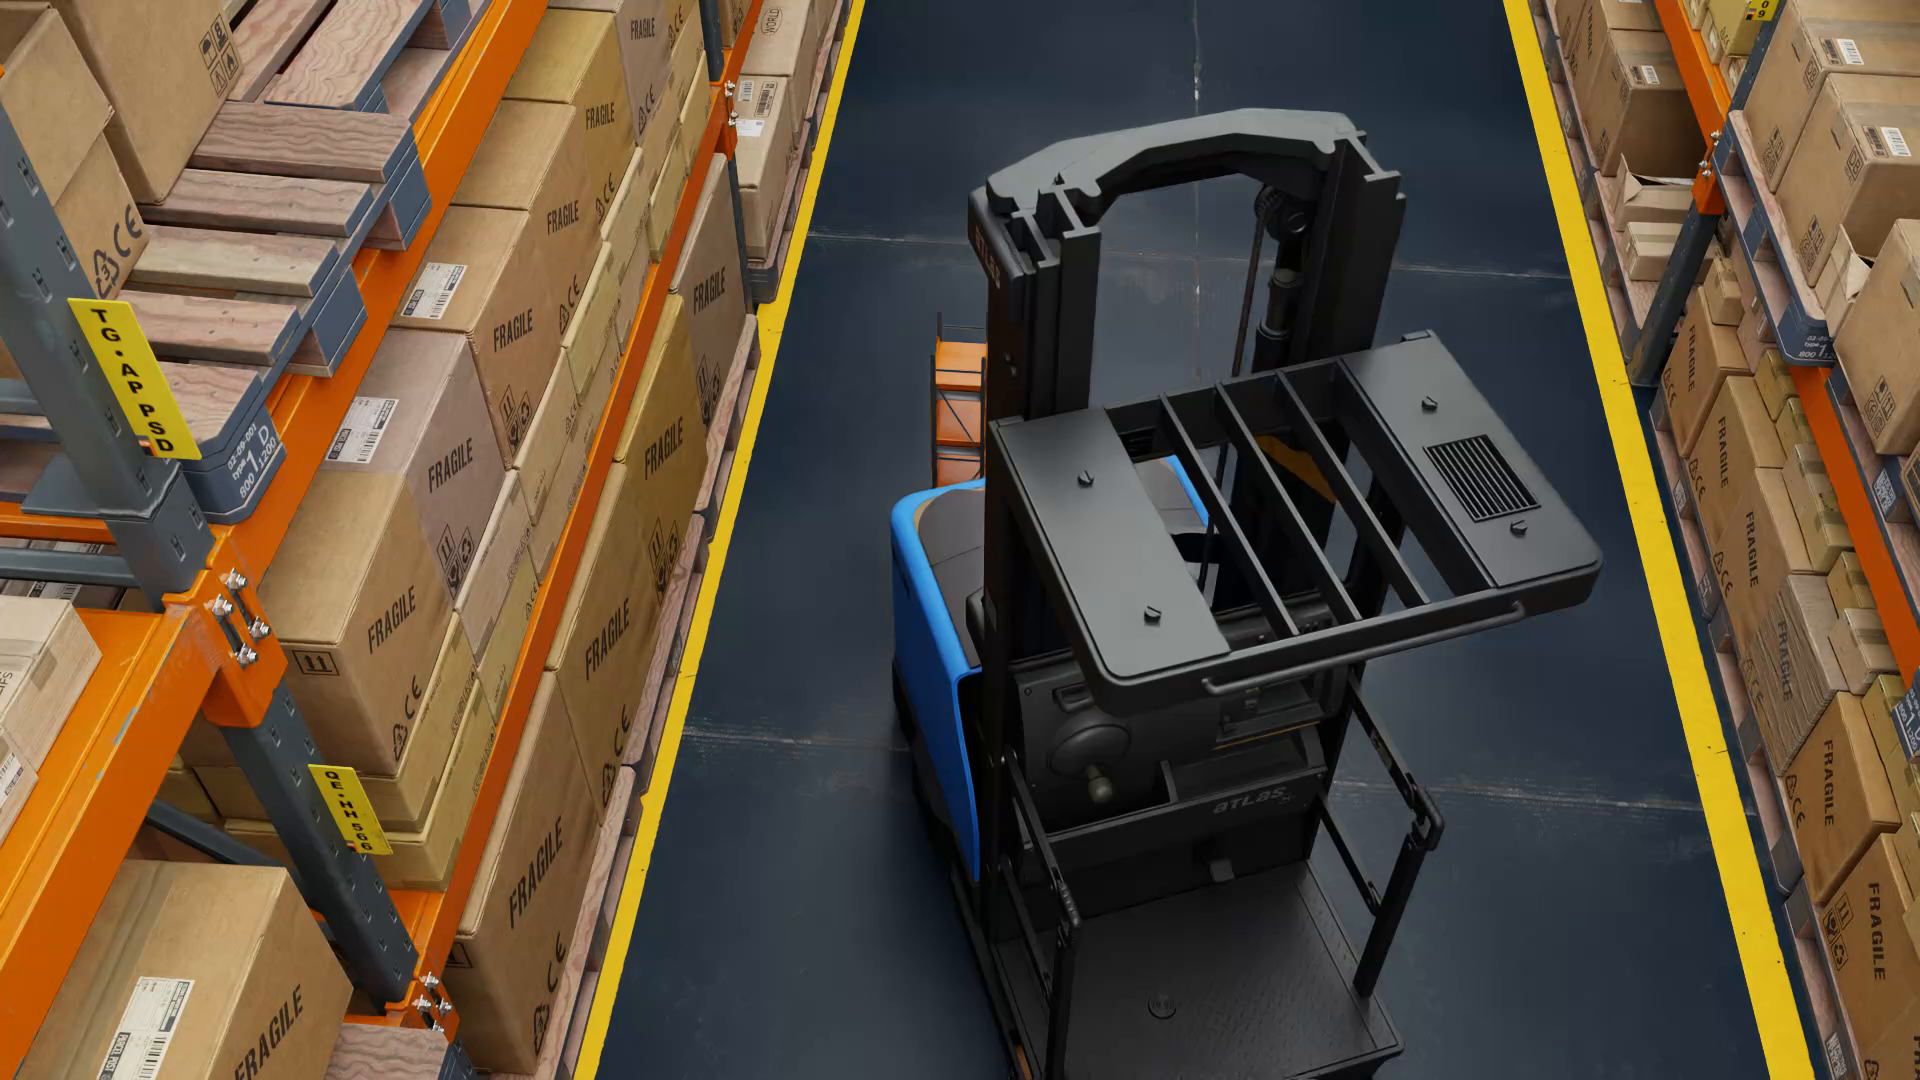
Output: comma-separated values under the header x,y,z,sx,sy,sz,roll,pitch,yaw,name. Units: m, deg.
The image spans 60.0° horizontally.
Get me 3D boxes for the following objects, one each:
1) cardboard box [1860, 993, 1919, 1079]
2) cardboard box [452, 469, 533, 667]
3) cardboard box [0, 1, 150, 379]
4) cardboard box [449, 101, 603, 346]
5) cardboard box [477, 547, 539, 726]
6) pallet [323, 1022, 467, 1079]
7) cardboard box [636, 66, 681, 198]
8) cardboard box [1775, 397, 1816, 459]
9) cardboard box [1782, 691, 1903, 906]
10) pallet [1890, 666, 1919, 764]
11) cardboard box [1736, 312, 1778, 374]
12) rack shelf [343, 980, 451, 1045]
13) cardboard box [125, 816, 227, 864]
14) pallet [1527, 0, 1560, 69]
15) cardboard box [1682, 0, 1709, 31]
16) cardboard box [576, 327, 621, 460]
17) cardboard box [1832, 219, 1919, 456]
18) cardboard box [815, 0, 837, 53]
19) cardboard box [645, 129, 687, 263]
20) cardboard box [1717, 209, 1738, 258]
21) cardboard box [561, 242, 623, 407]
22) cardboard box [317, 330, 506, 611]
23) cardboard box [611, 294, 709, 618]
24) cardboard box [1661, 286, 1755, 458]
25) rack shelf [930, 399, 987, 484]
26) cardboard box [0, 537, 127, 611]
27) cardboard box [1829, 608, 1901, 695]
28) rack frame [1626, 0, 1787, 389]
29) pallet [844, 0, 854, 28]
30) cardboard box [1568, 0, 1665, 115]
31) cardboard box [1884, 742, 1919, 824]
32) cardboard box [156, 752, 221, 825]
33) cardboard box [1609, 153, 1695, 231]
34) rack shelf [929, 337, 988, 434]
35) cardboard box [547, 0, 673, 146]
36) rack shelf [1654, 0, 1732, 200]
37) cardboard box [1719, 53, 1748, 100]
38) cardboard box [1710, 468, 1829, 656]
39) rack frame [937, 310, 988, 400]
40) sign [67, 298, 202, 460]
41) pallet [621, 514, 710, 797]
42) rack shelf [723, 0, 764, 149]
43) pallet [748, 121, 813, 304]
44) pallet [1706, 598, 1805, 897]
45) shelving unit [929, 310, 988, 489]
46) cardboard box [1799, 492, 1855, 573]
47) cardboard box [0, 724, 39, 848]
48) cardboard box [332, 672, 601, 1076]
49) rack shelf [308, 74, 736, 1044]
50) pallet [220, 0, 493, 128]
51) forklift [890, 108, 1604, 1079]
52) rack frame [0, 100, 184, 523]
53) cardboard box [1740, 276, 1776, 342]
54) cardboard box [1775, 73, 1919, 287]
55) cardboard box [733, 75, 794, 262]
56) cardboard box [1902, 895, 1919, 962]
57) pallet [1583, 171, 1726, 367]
x,y,z,sx,sy,sz,roll,pitch,yaw,name
2.947,1.612,4.678,0.500,0.500,0.500,5,48,5,cardboard box
-1.481,0.050,4.460,0.500,0.250,0.500,5,48,4,cardboard box
-1.937,-0.572,2.879,0.797,0.503,0.637,1,48,1,cardboard box
-1.385,-0.928,4.847,0.500,0.500,0.500,5,48,4,cardboard box
-1.497,0.233,4.631,0.500,0.250,0.500,3,48,2,cardboard box
-1.780,1.500,3.502,1.213,0.211,1.003,4,48,4,pallet
-1.293,-1.445,5.828,0.500,0.250,0.500,5,48,4,cardboard box
3.218,-0.375,6.056,0.380,0.149,0.250,3,48,3,cardboard box
3.048,0.860,5.366,0.500,0.500,0.500,6,48,5,cardboard box
3.114,0.797,4.144,1.213,0.211,1.003,4,48,4,pallet
3.241,-0.767,6.414,0.380,0.149,0.250,3,48,2,cardboard box
-2.003,2.616,2.838,1.077,0.370,4.000,4,48,4,rack shelf
-2.033,0.566,4.328,0.500,0.250,0.500,2,48,2,cardboard box
3.773,-3.061,9.432,1.003,0.211,1.213,4,48,4,pallet
3.266,-2.256,6.977,0.380,0.149,0.250,5,48,5,cardboard box
-1.402,-0.515,5.315,0.500,0.250,0.500,4,48,4,cardboard box
3.101,-0.582,4.923,0.700,0.500,0.500,4,48,3,cardboard box
-1.128,-3.087,9.018,0.875,0.438,0.875,5,48,5,cardboard box
-1.294,-1.264,6.001,0.500,0.250,0.500,3,48,3,cardboard box
3.782,-1.408,7.569,0.500,0.311,0.500,5,48,5,cardboard box
-1.364,-0.687,5.134,0.500,0.250,0.500,5,48,4,cardboard box
-1.497,-0.178,4.161,0.500,0.500,0.500,4,48,4,cardboard box
-1.508,-0.335,6.205,0.875,0.875,0.875,5,48,5,cardboard box
3.219,-0.662,6.758,0.500,0.500,0.500,6,48,5,cardboard box
0.005,-0.386,6.432,0.215,0.259,0.240,4,48,4,rack shelf
-2.034,0.135,3.874,0.500,0.500,0.500,3,48,2,cardboard box
3.064,0.366,5.379,0.380,0.149,0.250,2,48,2,cardboard box
3.487,-1.704,6.302,1.000,3.000,0.127,4,48,4,rack frame
-1.087,-3.441,9.780,1.003,0.211,1.213,4,48,4,pallet
3.437,-2.491,8.431,0.500,0.500,0.500,5,48,4,cardboard box
3.046,0.754,5.023,0.380,0.149,0.250,5,48,5,cardboard box
-2.030,0.413,4.128,0.500,0.250,0.500,4,48,3,cardboard box
3.278,-1.615,7.788,0.396,0.266,0.258,5,48,5,cardboard box
0.005,-0.578,6.223,0.215,0.259,0.240,4,48,4,rack shelf
-1.287,-1.681,5.535,0.500,0.500,0.500,5,48,4,cardboard box
3.669,-2.931,7.912,1.077,0.370,4.000,4,48,4,rack shelf
3.264,-1.871,6.624,0.380,0.149,0.250,4,48,4,cardboard box
3.130,0.096,6.064,0.500,0.500,0.500,3,48,2,cardboard box
0.016,-0.483,6.506,0.200,1.050,0.008,4,48,4,rack frame
-1.281,-0.245,2.584,0.100,0.325,0.005,4,48,4,sign
-1.560,0.377,6.288,1.003,0.211,1.213,4,48,4,pallet
-1.274,-3.262,8.214,1.077,0.370,4.000,4,48,4,rack shelf
-1.309,-1.648,8.140,1.003,0.211,1.213,4,48,4,pallet
3.342,0.736,5.960,1.003,0.211,1.213,4,48,4,pallet
0.005,-0.394,6.424,0.215,1.050,0.252,4,48,4,shelving unit
3.133,-0.012,5.724,0.380,0.149,0.250,5,48,5,cardboard box
-1.655,0.405,2.510,0.380,0.149,0.250,4,48,4,cardboard box
-1.675,0.977,5.004,0.875,0.875,0.875,3,48,3,cardboard box
-1.639,-0.323,5.526,1.077,0.370,4.000,4,48,4,rack shelf
-1.716,-1.343,4.067,1.003,0.211,1.213,6,48,5,pallet
0.667,0.534,4.301,1.130,2.935,3.031,-13,49,-11,forklift
-1.821,-1.121,1.703,1.000,3.000,0.127,4,48,4,rack frame
3.213,-0.882,6.318,0.380,0.149,0.250,2,48,2,cardboard box
3.173,-1.159,5.451,0.700,0.500,0.500,4,48,4,cardboard box
-1.292,-1.766,7.811,0.875,0.438,0.875,3,48,3,cardboard box
2.909,1.135,4.674,0.380,0.149,0.250,2,48,2,cardboard box
3.550,-1.268,7.792,1.003,0.211,1.213,4,48,4,pallet
